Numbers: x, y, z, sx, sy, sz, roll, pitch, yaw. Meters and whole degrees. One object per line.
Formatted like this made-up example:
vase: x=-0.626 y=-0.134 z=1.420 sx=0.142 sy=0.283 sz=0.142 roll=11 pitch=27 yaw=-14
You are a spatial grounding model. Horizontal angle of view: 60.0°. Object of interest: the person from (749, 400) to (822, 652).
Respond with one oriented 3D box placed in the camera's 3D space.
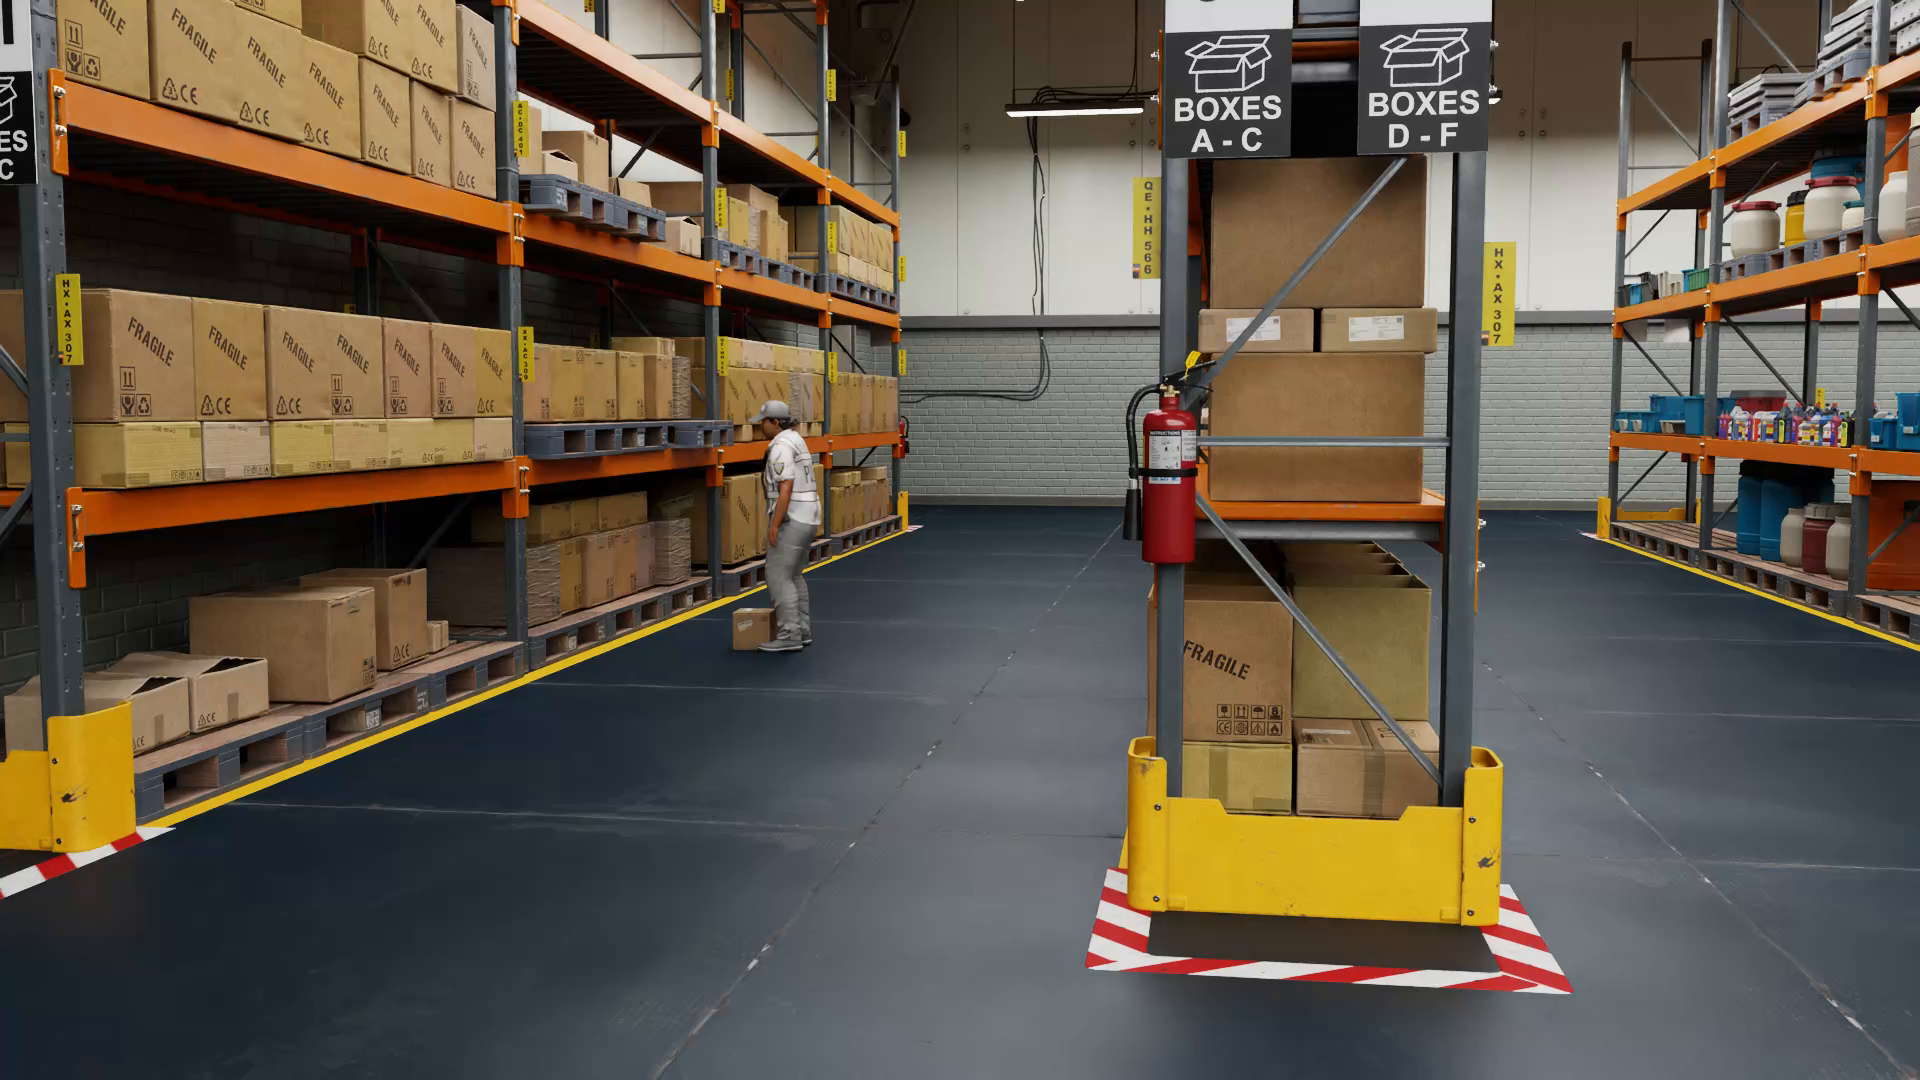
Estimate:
person: x=-1.170 y=-0.102 z=11.130 sx=0.467 sy=1.667 sz=0.558 roll=1 pitch=5 yaw=7
